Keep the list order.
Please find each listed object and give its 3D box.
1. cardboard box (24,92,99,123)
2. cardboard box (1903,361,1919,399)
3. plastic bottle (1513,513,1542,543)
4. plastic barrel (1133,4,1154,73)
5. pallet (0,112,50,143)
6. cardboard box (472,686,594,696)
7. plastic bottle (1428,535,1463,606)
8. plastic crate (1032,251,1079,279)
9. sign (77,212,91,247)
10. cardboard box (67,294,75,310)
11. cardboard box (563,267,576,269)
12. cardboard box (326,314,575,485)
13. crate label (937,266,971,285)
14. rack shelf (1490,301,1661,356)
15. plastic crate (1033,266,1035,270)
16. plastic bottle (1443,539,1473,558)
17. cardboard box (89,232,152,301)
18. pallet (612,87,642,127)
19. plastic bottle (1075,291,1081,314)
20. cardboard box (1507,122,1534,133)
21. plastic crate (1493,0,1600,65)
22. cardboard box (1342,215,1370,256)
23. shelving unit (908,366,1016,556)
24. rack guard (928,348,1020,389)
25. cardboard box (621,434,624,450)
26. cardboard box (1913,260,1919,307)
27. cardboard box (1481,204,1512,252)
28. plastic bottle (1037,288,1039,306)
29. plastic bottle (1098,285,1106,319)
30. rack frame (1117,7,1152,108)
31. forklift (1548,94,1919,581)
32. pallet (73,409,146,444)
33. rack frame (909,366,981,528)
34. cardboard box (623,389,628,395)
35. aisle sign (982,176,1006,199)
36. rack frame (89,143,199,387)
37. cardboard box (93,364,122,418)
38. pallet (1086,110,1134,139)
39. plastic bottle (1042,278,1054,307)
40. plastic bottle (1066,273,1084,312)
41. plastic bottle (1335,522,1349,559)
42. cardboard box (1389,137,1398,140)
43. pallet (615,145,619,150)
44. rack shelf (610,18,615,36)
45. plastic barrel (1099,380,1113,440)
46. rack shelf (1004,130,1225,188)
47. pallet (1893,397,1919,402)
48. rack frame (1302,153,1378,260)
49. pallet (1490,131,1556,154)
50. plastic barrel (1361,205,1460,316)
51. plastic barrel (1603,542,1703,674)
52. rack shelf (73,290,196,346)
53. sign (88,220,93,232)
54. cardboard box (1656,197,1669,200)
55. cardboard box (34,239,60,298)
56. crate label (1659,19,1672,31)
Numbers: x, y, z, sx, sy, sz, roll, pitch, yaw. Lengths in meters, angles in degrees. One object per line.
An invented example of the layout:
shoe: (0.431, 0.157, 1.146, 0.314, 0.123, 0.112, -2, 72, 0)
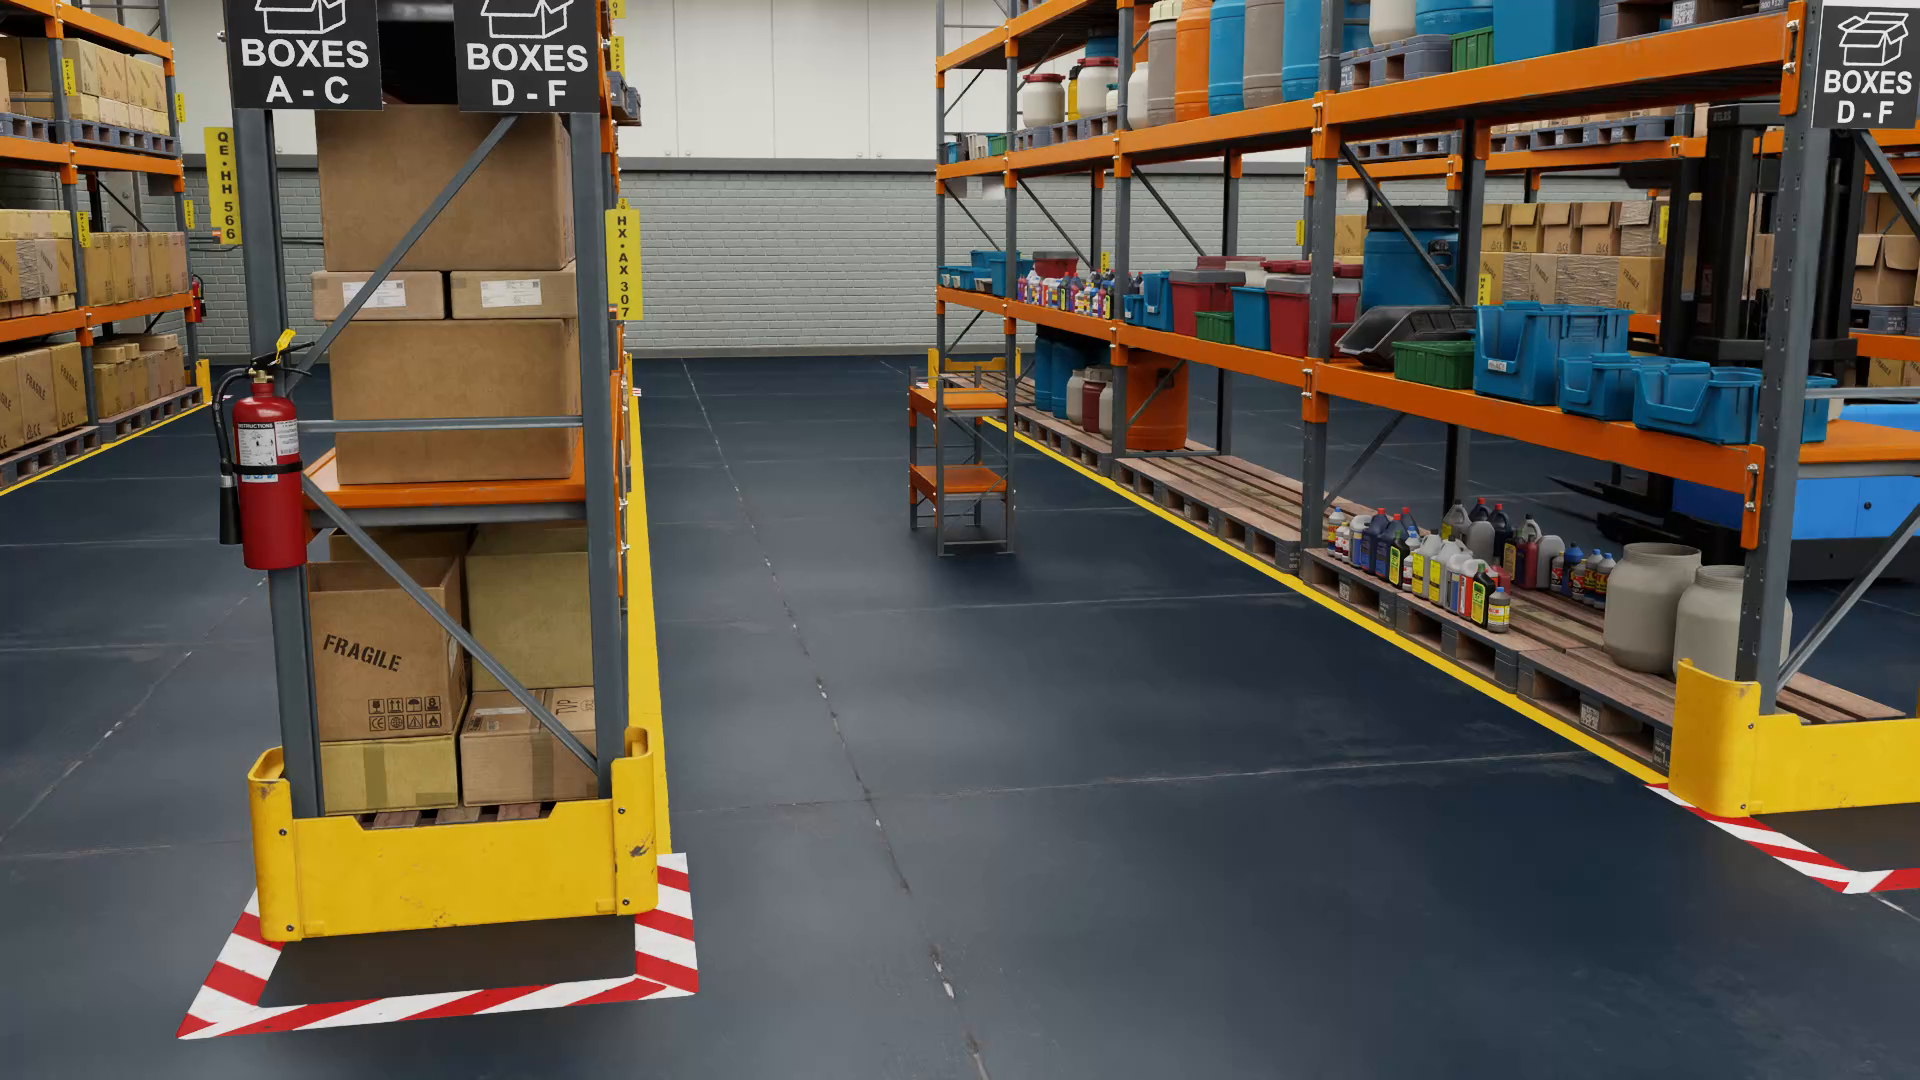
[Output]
cardboard box: (-8.614, -4.148, 15.957, 0.500, 0.250, 0.500, -2, 11, -11)
cardboard box: (10.711, -1.795, 18.167, 0.500, 0.500, 0.500, -2, 11, -8)
plastic bottle: (3.044, 0.038, 8.884, 0.144, 0.351, 0.185, -2, 11, -11)
plastic barrel: (1.650, -3.978, 13.782, 0.600, 0.830, 0.708, -2, 11, -11)
pallet: (-8.511, -3.570, 14.419, 0.805, 0.209, 1.217, -3, 11, -13)
cardboard box: (-1.533, 0.610, 6.201, 0.500, 0.250, 0.500, -2, 11, -11)
plastic bottle: (2.441, 0.145, 8.318, 0.144, 0.351, 0.185, -2, 11, -9)
plastic crate: (1.052, -2.951, 18.345, 0.402, 0.464, 0.583, -2, 11, -11)
sign: (-8.208, -2.908, 15.568, 0.100, 0.325, 0.005, -2, 11, -11)
cardboard box: (-8.395, -2.191, 15.305, 0.380, 0.149, 0.250, -2, 11, -10)
cardboard box: (-1.465, -0.832, 5.546, 0.380, 0.149, 0.250, -2, 11, -12)
cardboard box: (-1.624, -0.472, 5.385, 0.700, 0.500, 0.500, -2, 11, -11)
crate label: (-0.073, -3.340, 21.012, 0.416, 0.233, 0.303, -2, 11, -11)
rack shelf: (6.227, -2.177, 16.535, 1.077, 0.370, 4.000, -2, 11, -11)
plastic crate: (0.863, -2.975, 18.960, 0.437, 0.282, 0.530, -2, 11, -11)
plastic bottle: (2.545, 0.138, 8.557, 0.152, 0.276, 0.135, -2, 11, -11)
cardboard box: (-9.115, -2.871, 17.457, 0.980, 0.700, 0.700, -3, 11, -14)
pallet: (-2.882, -3.063, 11.752, 1.213, 0.211, 1.003, -2, 11, -8)
plastic bottle: (1.079, -2.133, 14.915, 0.097, 0.201, 0.097, 0, 11, 0)
cardboard box: (5.963, -4.329, 17.009, 0.500, 0.311, 0.500, -3, 11, -13)
plastic crate: (2.647, -2.320, 7.386, 0.392, 0.384, 0.575, -2, 11, -11)
cardboard box: (5.093, -3.787, 20.671, 0.500, 0.500, 0.500, -2, 11, -13)
shelving unit: (-0.001, -0.554, 11.098, 0.538, 1.125, 1.048, -2, 11, -11)
rack guard: (0.184, -2.226, 21.557, 1.175, 0.500, 0.348, -2, 11, -11)
cardboard box: (-2.460, -0.568, 10.889, 0.500, 0.311, 0.500, -2, 11, -9)
cardboard box: (7.377, -2.082, 11.383, 1.000, 1.000, 1.000, -2, 11, -11)
cardboard box: (5.970, -3.322, 17.678, 0.797, 0.503, 0.637, -2, 11, -12)
plastic bottle: (0.801, -2.395, 16.291, 0.097, 0.201, 0.097, 0, 11, 0)
plastic bottle: (1.216, -2.027, 14.136, 0.061, 0.283, 0.133, -2, 11, -11)
rack frame: (1.758, -4.930, 13.033, 1.000, 3.000, 0.127, -2, 11, -11)
forklift: (4.957, -1.424, 10.837, 1.130, 2.935, 3.031, -1, 11, -8)
pallet: (-8.809, -1.129, 16.564, 1.003, 0.211, 1.213, -2, 11, -11)
rack frame: (-0.100, -0.647, 11.588, 0.500, 1.125, 0.032, -2, 11, -11)
cardboard box: (-3.017, -0.982, 13.840, 0.500, 0.500, 0.500, -3, 11, -13)
aisle sign: (0.475, -4.751, 21.185, 0.394, 0.787, 0.004, -2, 11, -11)
rack frame: (-9.516, -3.090, 19.410, 1.000, 3.000, 0.127, -2, 11, -11)
cardboard box: (-8.783, -1.476, 16.490, 0.700, 0.500, 0.500, -2, 11, -10)
pallet: (1.705, -3.508, 14.087, 1.003, 0.211, 1.213, -2, 11, -11)
plastic bottle: (0.876, -2.387, 16.049, 0.152, 0.276, 0.135, -2, 11, -11)
plastic bottle: (1.048, -2.258, 15.170, 0.144, 0.351, 0.185, -2, 11, -11)
plastic bottle: (2.187, 0.002, 9.471, 0.097, 0.201, 0.097, 0, 11, 0)
cardboard box: (5.564, -5.016, 19.849, 0.700, 0.500, 0.500, -2, 11, -9)
pallet: (-3.822, -3.796, 15.601, 1.213, 0.211, 1.003, -2, 11, -11)
rack shelf: (-3.491, -4.568, 14.122, 1.077, 0.370, 4.000, -2, 11, -11)
plastic barrel: (1.448, -1.157, 14.783, 0.421, 0.512, 0.421, 0, 11, 0)
rack shelf: (1.369, -3.470, 15.308, 1.077, 0.370, 4.000, -2, 11, -11)
pallet: (10.876, -1.546, 18.756, 1.003, 0.211, 1.213, -2, 11, -11)
rack frame: (5.060, -3.631, 22.249, 1.000, 3.000, 0.127, -2, 11, -11)
pallet: (6.065, -4.110, 17.258, 0.805, 0.209, 1.217, -3, 11, -13)
plastic barrel: (2.758, -1.578, 10.123, 0.600, 0.901, 0.708, -2, 11, -11)
plastic barrel: (3.013, 0.290, 7.181, 0.421, 0.512, 0.421, 0, 11, 0)
rack shelf: (-9.127, -2.370, 17.550, 1.077, 0.370, 4.000, -2, 11, -11)
sign: (-10.062, -3.535, 19.221, 0.100, 0.325, 0.005, -2, 11, -11)
cardboard box: (9.772, -4.387, 22.485, 0.500, 0.500, 0.500, -2, 11, -11)
cardboard box: (-8.292, -2.393, 14.630, 0.500, 0.500, 0.500, -2, 11, -11)
crate label: (3.274, -2.272, 7.485, 0.502, 0.251, 0.408, -2, 11, -11)
